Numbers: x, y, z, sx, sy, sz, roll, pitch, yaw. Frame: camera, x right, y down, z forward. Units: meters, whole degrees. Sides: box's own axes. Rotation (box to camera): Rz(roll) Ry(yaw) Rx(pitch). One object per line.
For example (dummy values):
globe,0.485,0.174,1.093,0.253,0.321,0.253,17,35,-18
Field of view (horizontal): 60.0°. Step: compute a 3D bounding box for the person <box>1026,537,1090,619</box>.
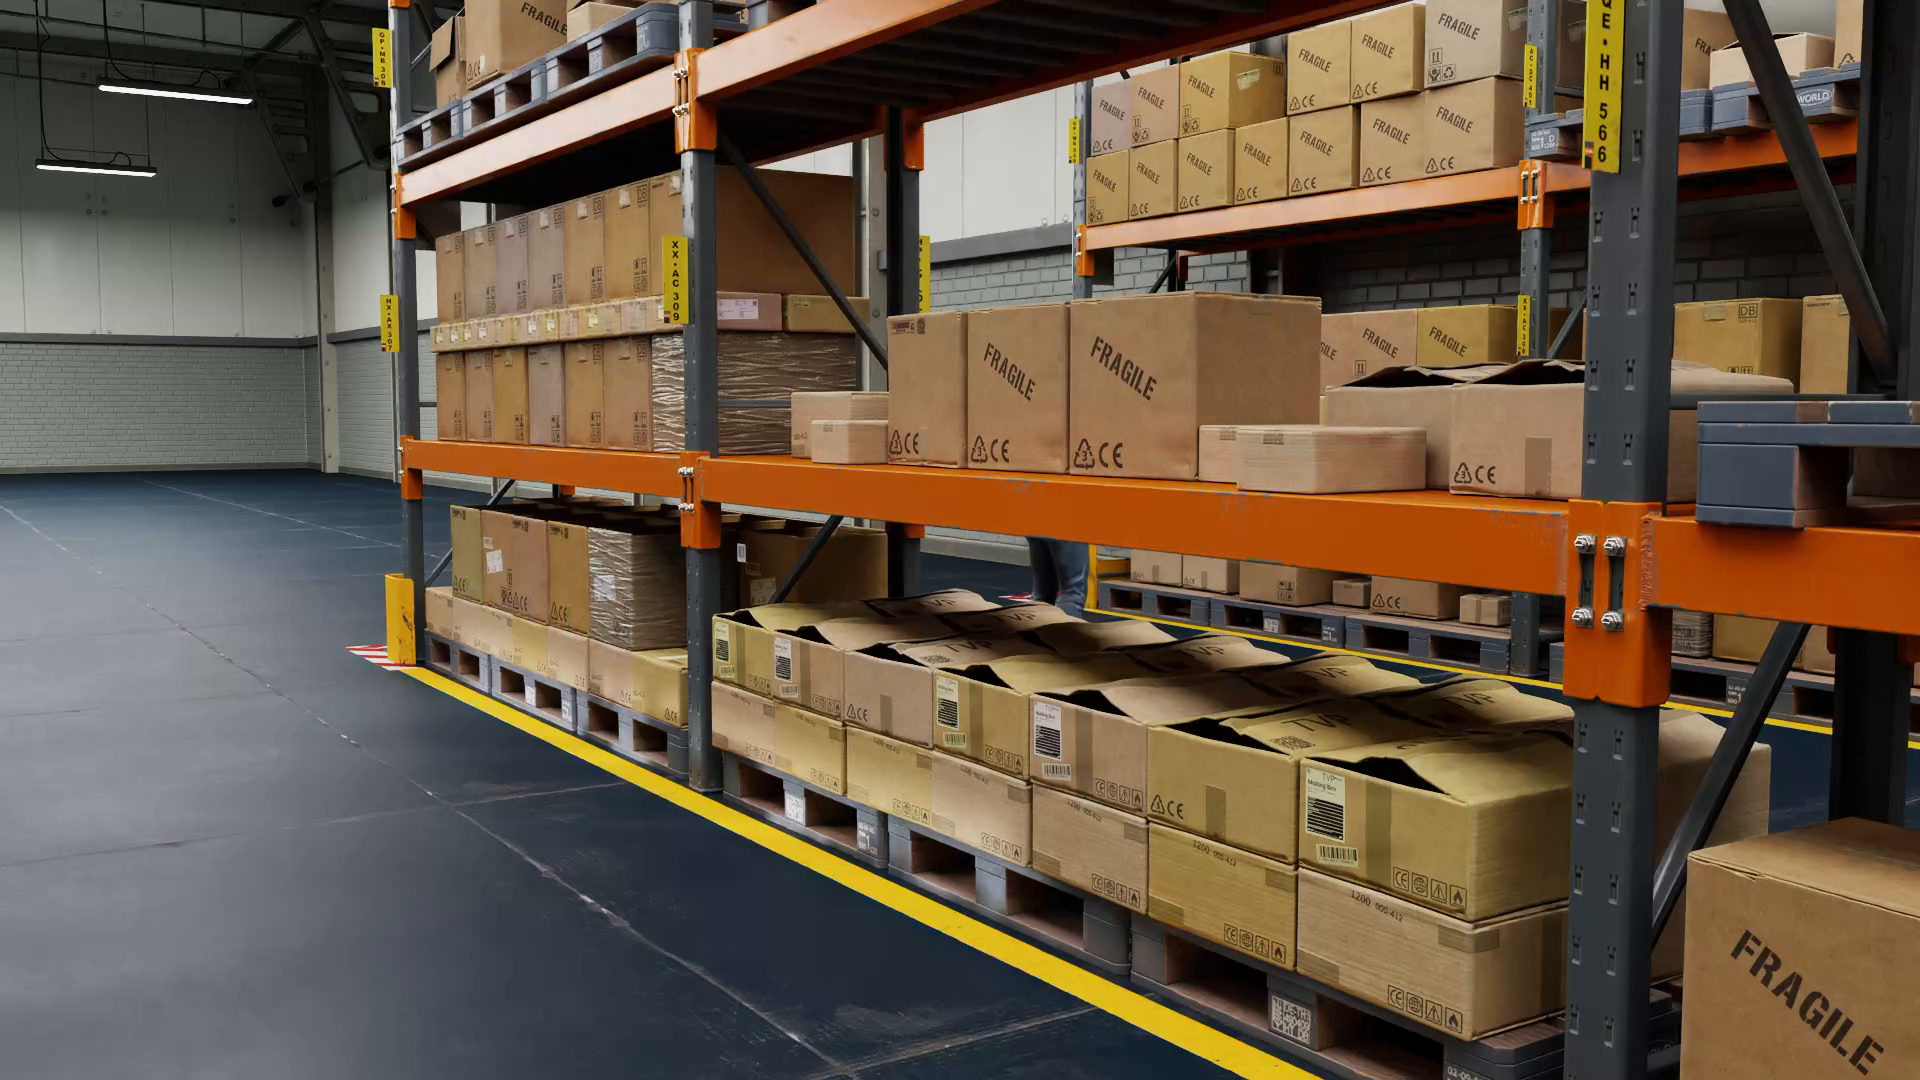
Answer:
person,0.601,-0.114,9.167,0.586,1.752,0.503,-3,6,-35
